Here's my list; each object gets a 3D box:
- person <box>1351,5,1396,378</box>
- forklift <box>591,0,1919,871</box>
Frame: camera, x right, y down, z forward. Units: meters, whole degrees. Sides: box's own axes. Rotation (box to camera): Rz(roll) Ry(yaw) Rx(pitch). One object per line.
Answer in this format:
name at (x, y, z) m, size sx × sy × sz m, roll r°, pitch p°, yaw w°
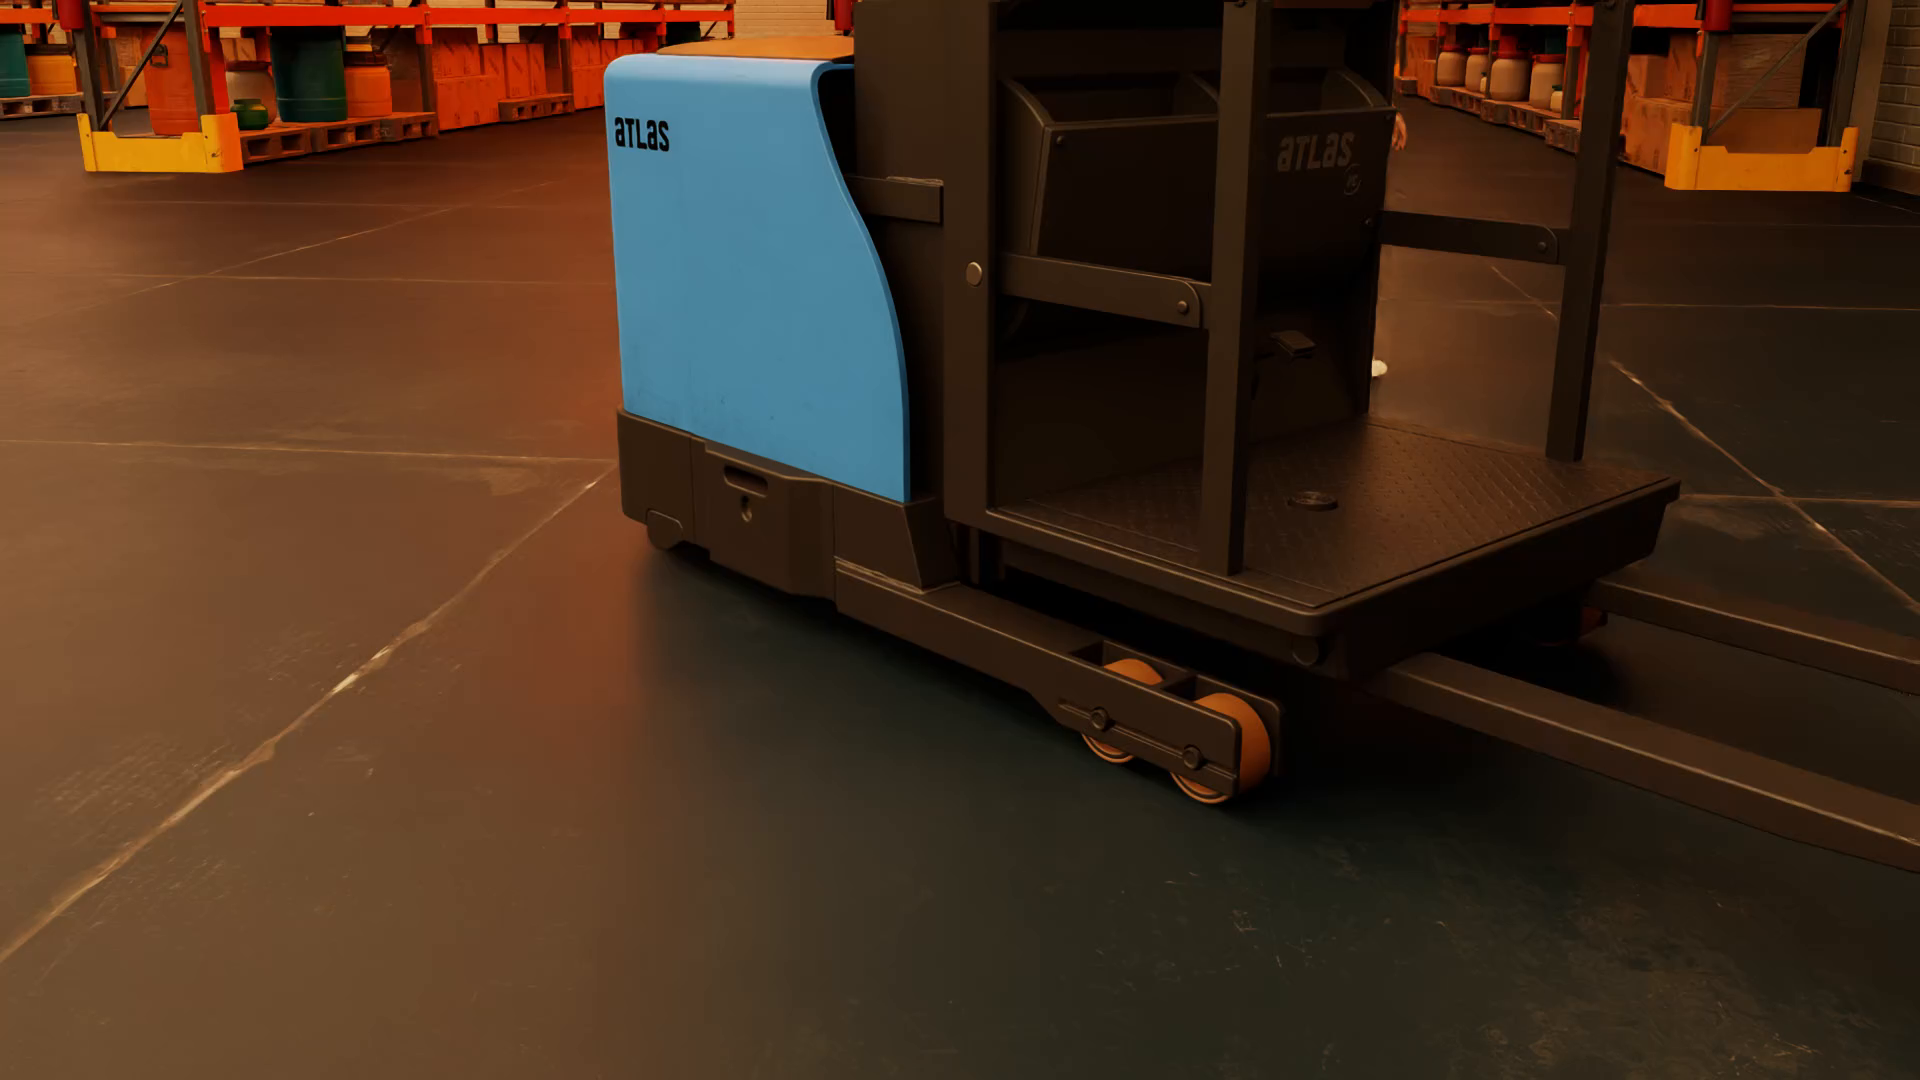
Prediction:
person at (1.263, -1.375, 5.486) m, size 0.474 × 1.637 × 0.634 m, roll 9°, pitch 20°, yaw 27°
forklift at (0.549, -1.178, 2.687) m, size 1.130 × 2.935 × 3.031 m, roll -15°, pitch 23°, yaw -39°
